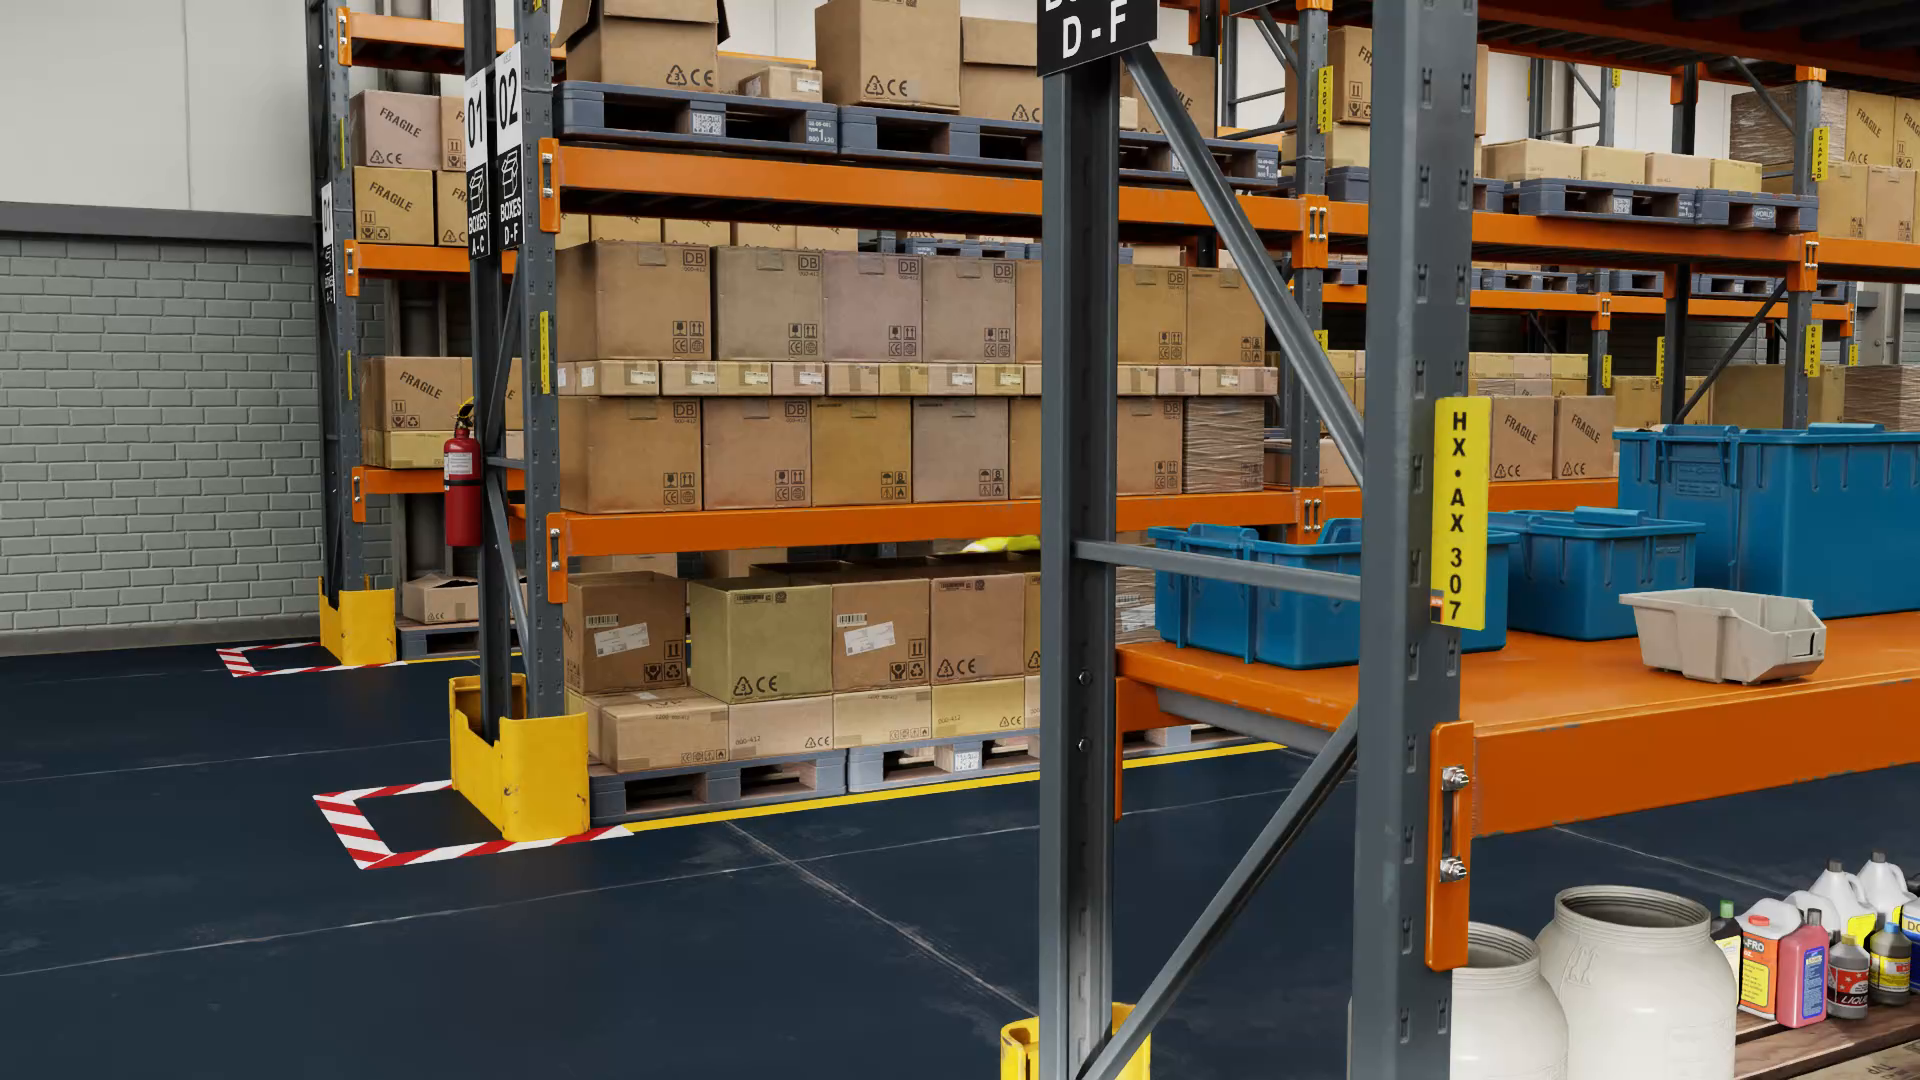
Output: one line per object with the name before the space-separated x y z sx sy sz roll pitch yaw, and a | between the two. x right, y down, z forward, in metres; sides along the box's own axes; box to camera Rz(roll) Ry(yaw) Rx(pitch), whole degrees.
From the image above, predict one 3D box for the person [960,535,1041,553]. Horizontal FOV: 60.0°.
person | 0.215 0.392 10.600 0.584 0.995 0.891 -3 6 -29
